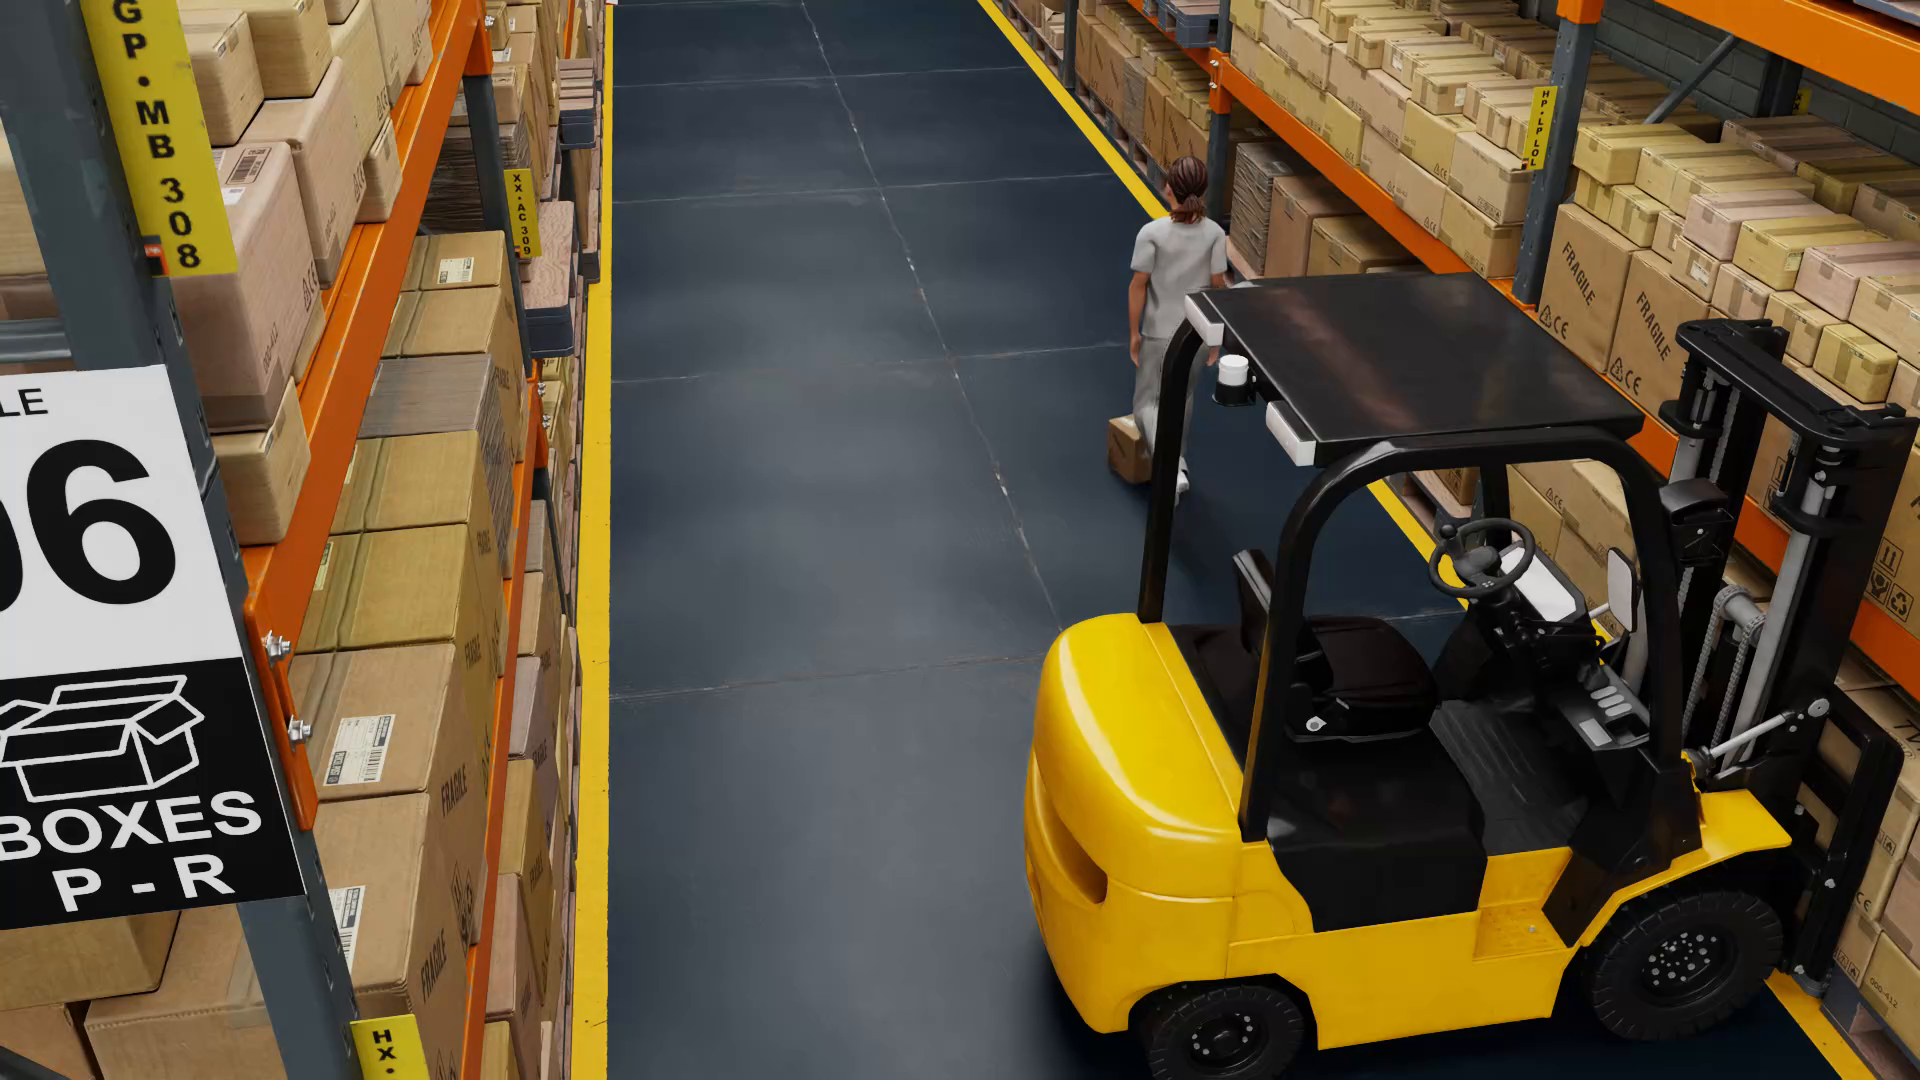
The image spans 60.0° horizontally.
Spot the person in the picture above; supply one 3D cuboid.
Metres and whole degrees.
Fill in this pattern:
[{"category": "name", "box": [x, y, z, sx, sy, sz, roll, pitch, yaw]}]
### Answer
[{"category": "person", "box": [1.006, -0.919, 7.677, 0.449, 1.642, 0.864, -4, 31, -7]}]
